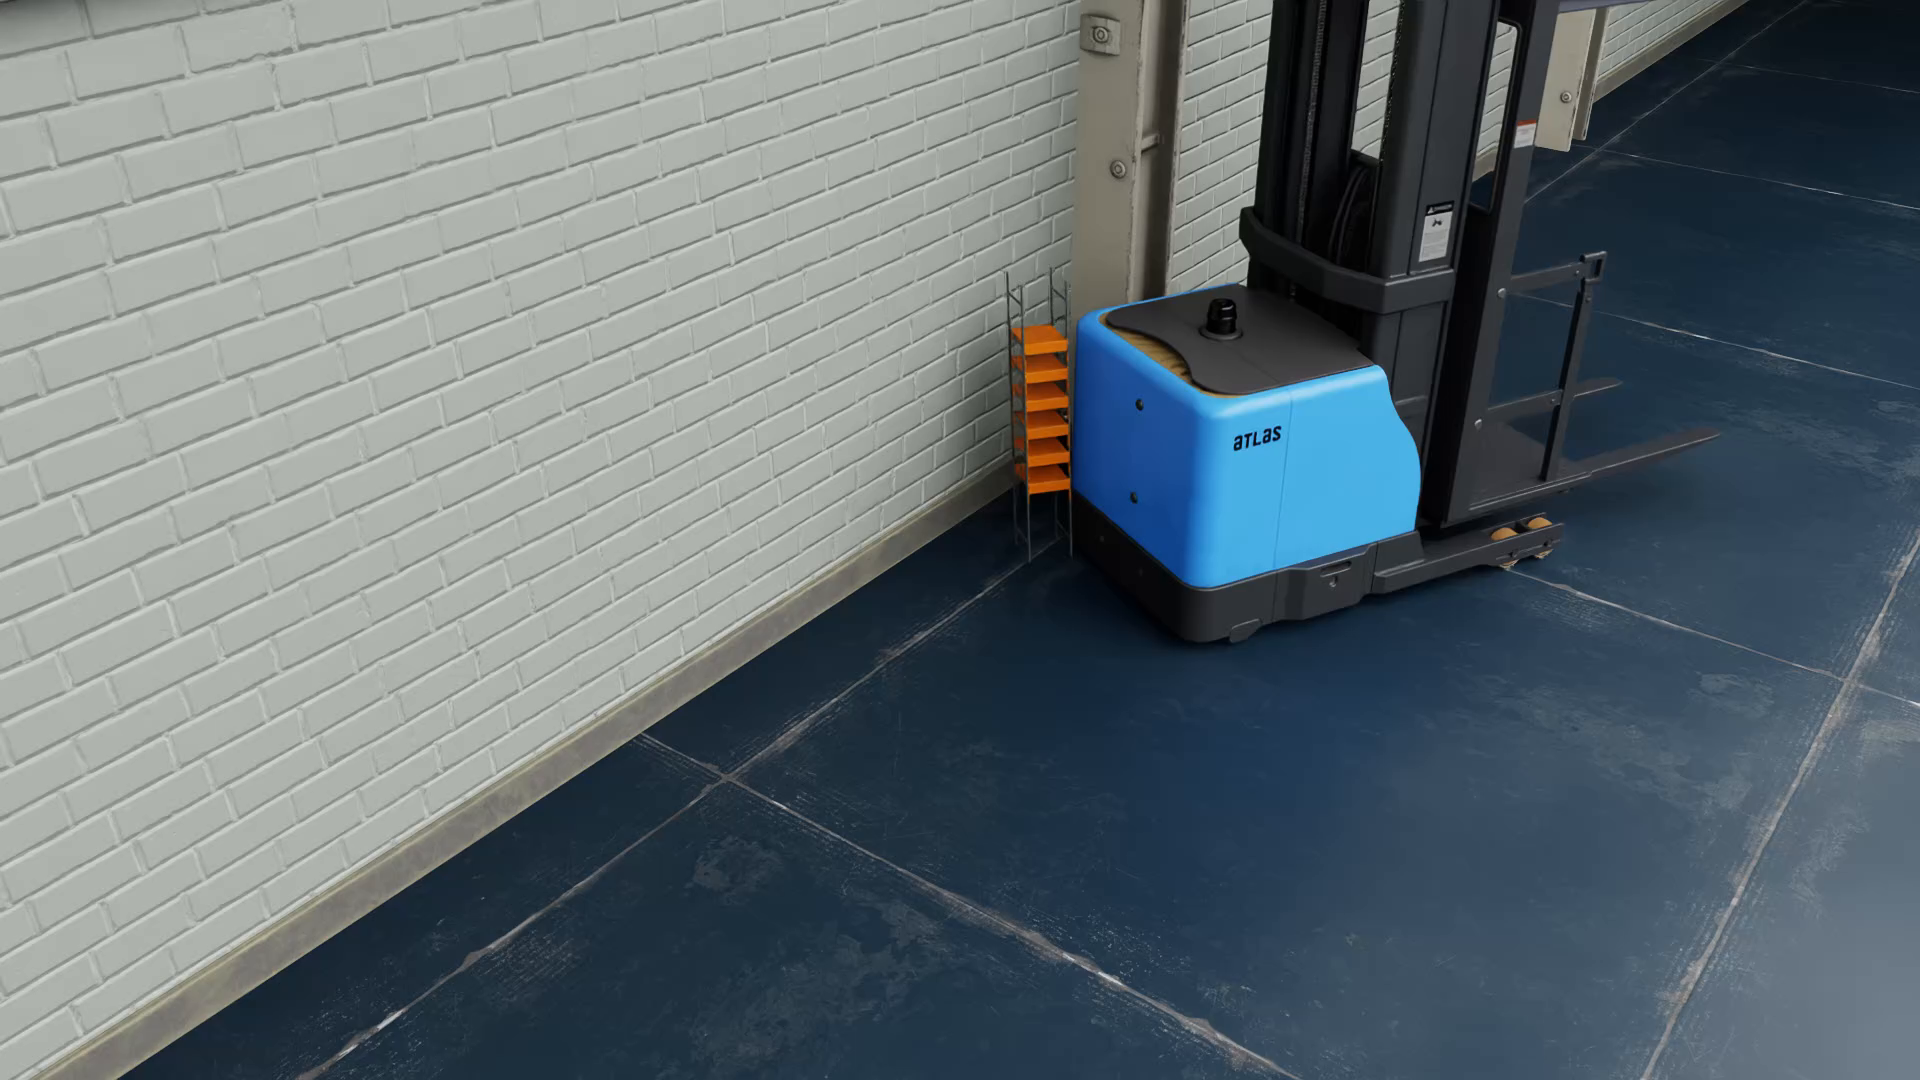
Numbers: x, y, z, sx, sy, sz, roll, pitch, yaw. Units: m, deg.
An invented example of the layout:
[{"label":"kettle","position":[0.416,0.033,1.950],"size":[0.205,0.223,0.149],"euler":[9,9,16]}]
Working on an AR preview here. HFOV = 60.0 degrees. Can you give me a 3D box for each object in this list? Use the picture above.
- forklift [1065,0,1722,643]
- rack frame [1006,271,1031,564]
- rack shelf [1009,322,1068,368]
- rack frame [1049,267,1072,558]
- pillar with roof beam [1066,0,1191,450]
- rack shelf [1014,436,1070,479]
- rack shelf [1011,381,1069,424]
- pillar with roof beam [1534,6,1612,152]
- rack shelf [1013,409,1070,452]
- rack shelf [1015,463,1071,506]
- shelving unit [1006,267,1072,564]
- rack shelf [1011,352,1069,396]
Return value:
[{"label":"forklift","position":[2.006,-1.369,6.685],"size":[3.031,2.935,1.130],"euler":[-14,34,-23]},{"label":"rack frame","position":[0.242,-0.495,6.882],"size":[0.006,1.200,0.240],"euler":[-8,24,-11]},{"label":"rack shelf","position":[0.318,-0.796,6.773],"size":[0.180,0.103,0.258],"euler":[-8,24,-11]},{"label":"rack frame","position":[0.420,-0.519,6.918],"size":[0.006,1.200,0.240],"euler":[-8,24,-11]},{"label":"pillar with roof beam","position":[4.173,-3.028,3.532],"size":[9.100,9.000,0.400],"euler":[21,37,31]},{"label":"rack shelf","position":[0.338,-0.357,6.966],"size":[0.180,0.103,0.258],"euler":[-8,24,-11]},{"label":"rack shelf","position":[0.328,-0.576,6.870],"size":[0.180,0.103,0.258],"euler":[-8,24,-11]},{"label":"pillar with roof beam","position":[7.795,-5.466,7.647],"size":[9.100,9.000,0.400],"euler":[21,37,31]},{"label":"rack shelf","position":[0.333,-0.467,6.918],"size":[0.180,0.103,0.258],"euler":[-8,24,-11]},{"label":"rack shelf","position":[0.343,-0.247,7.014],"size":[0.180,0.103,0.258],"euler":[-8,24,-11]},{"label":"shelving unit","position":[0.331,-0.507,6.900],"size":[0.189,1.200,0.258],"euler":[-8,24,-11]},{"label":"rack shelf","position":[0.323,-0.686,6.821],"size":[0.180,0.103,0.258],"euler":[-8,24,-11]}]
